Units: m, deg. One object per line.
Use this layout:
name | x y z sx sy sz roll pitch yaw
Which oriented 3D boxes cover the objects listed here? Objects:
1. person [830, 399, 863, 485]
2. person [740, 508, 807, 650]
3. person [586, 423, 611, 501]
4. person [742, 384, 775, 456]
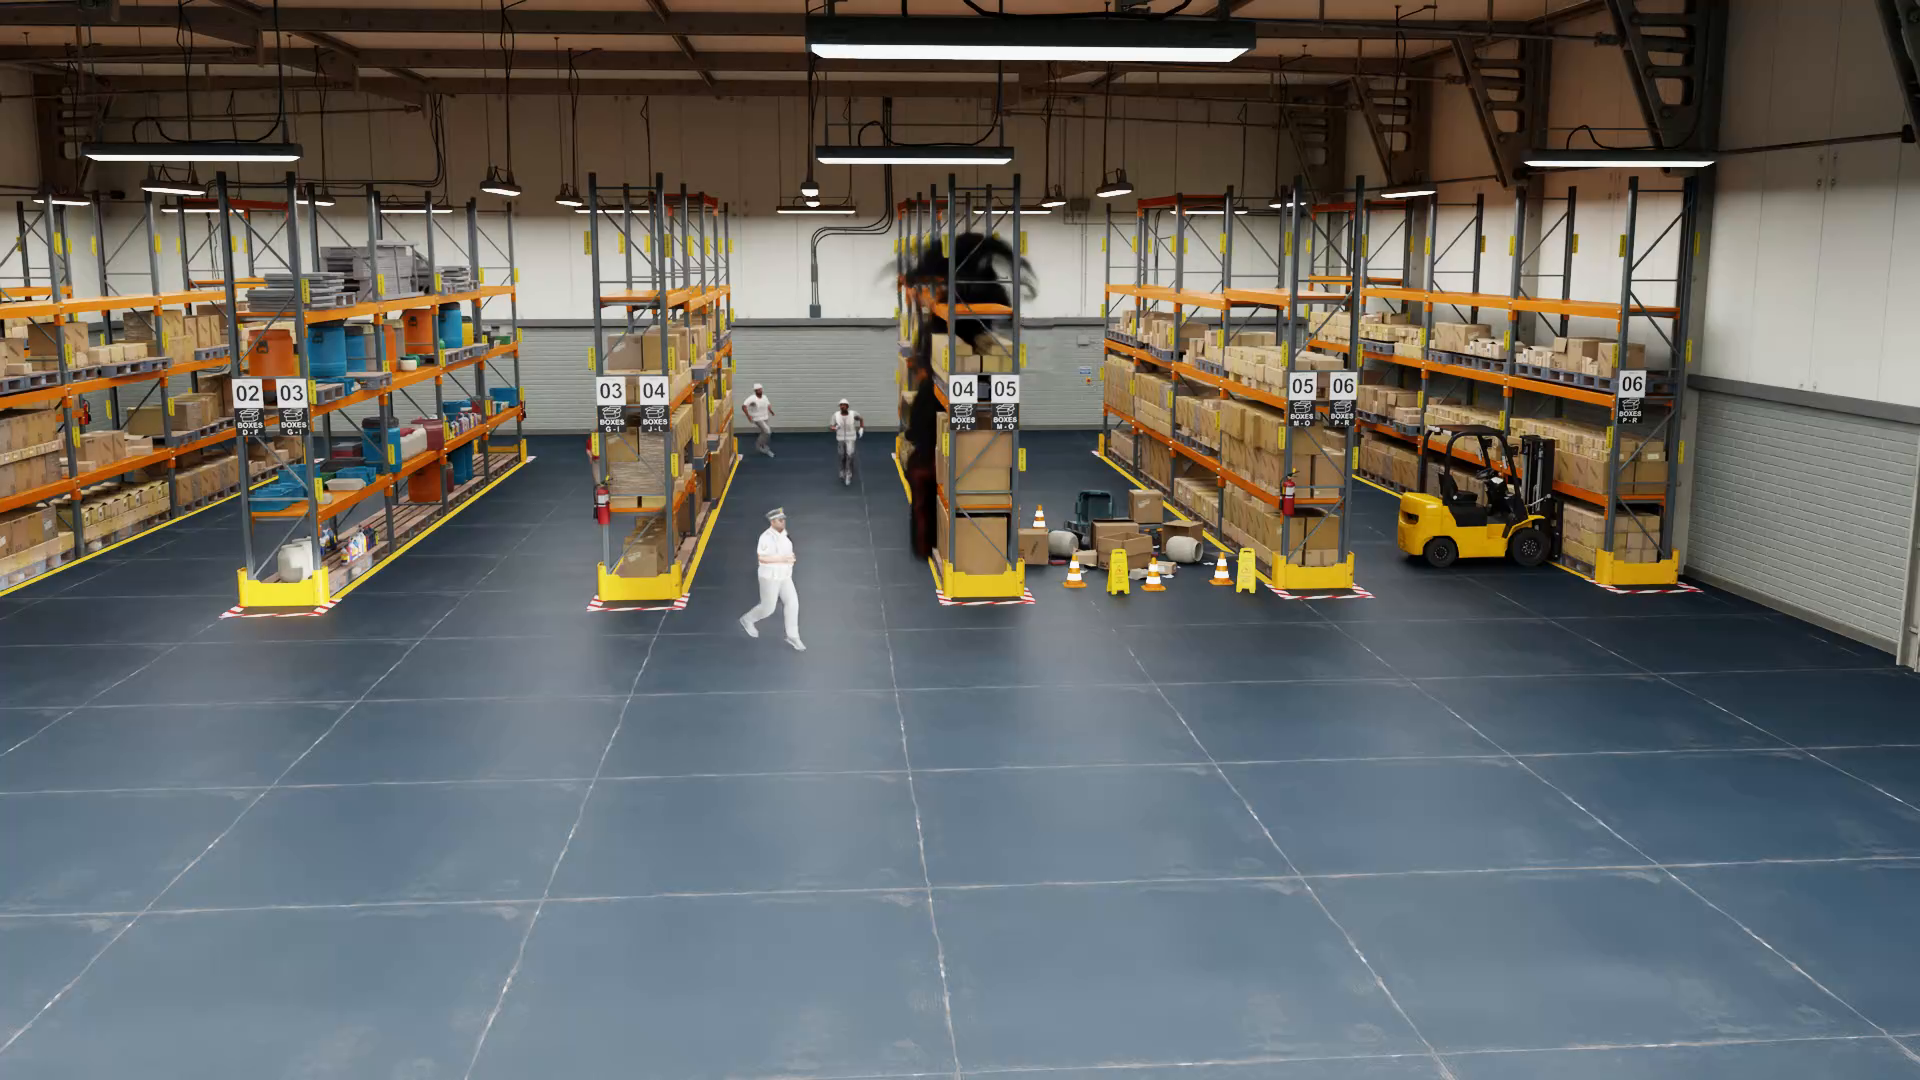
person | -2.424 -2.112 35.540 0.696 1.830 0.925 1 10 4
person | -2.355 0.482 20.978 0.949 1.822 0.670 6 12 30
person | -6.862 -1.425 31.903 0.638 1.675 0.586 0 10 -2
person | -4.824 -2.889 40.122 0.690 1.783 0.762 7 12 33
